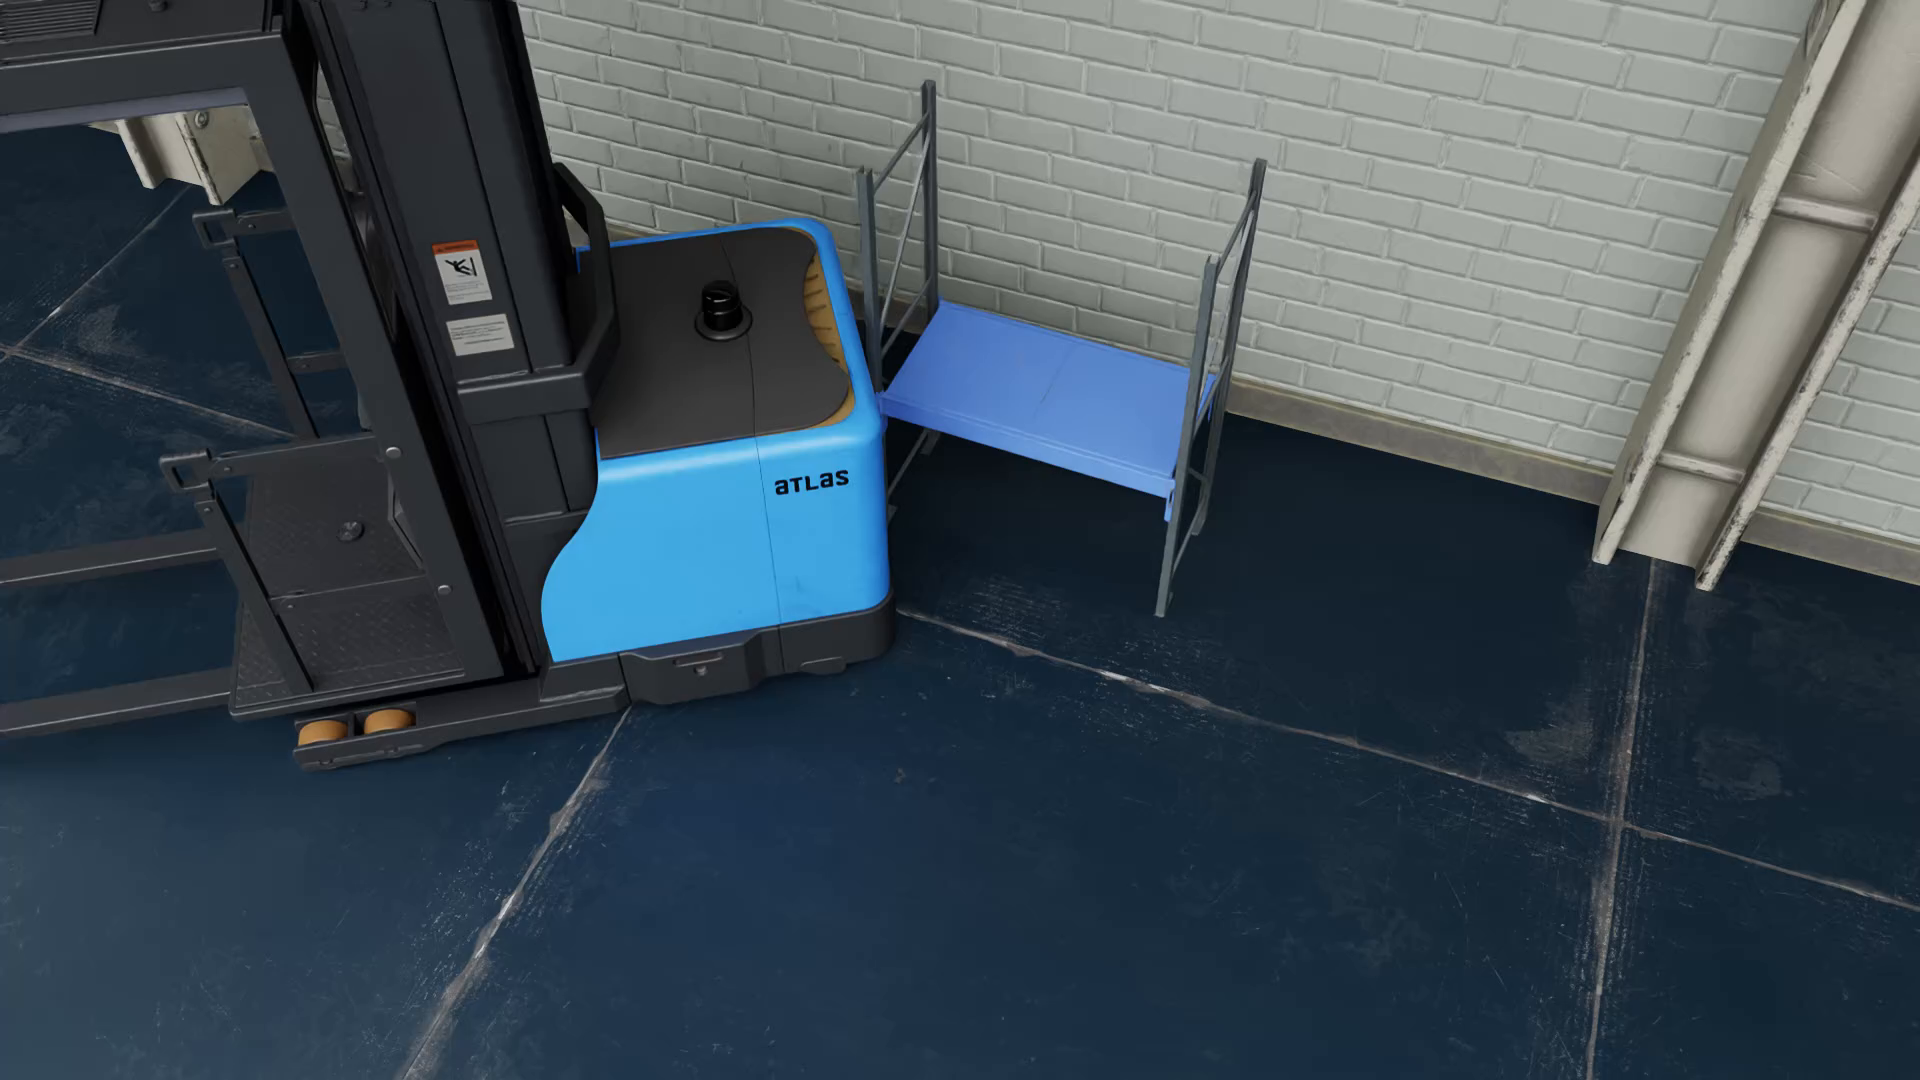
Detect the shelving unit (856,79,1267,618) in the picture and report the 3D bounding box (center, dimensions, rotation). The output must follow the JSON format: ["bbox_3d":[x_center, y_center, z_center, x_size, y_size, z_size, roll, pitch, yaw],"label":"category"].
[{"bbox_3d":[0.288,-0.558,5.241,1.048,1.500,0.538,17,51,15],"label":"shelving unit"}]

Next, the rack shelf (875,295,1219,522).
[{"bbox_3d":[0.288,-0.440,5.377,1.000,0.185,0.538,17,51,15],"label":"rack shelf"}]

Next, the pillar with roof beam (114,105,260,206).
[{"bbox_3d":[-4.720,-1.453,1.054,0.400,9.000,9.100,16,51,13],"label":"pillar with roof beam"}]

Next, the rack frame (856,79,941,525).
[{"bbox_3d":[-0.181,-0.705,5.369,0.032,1.500,0.500,17,51,15],"label":"rack frame"}]

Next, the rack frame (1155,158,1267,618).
[{"bbox_3d":[0.758,-0.411,5.114,0.032,1.500,0.500,17,51,15],"label":"rack frame"}]

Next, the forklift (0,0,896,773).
[{"bbox_3d":[-1.778,-0.691,4.410,3.031,2.935,1.130,-9,50,-8],"label":"forklift"}]
